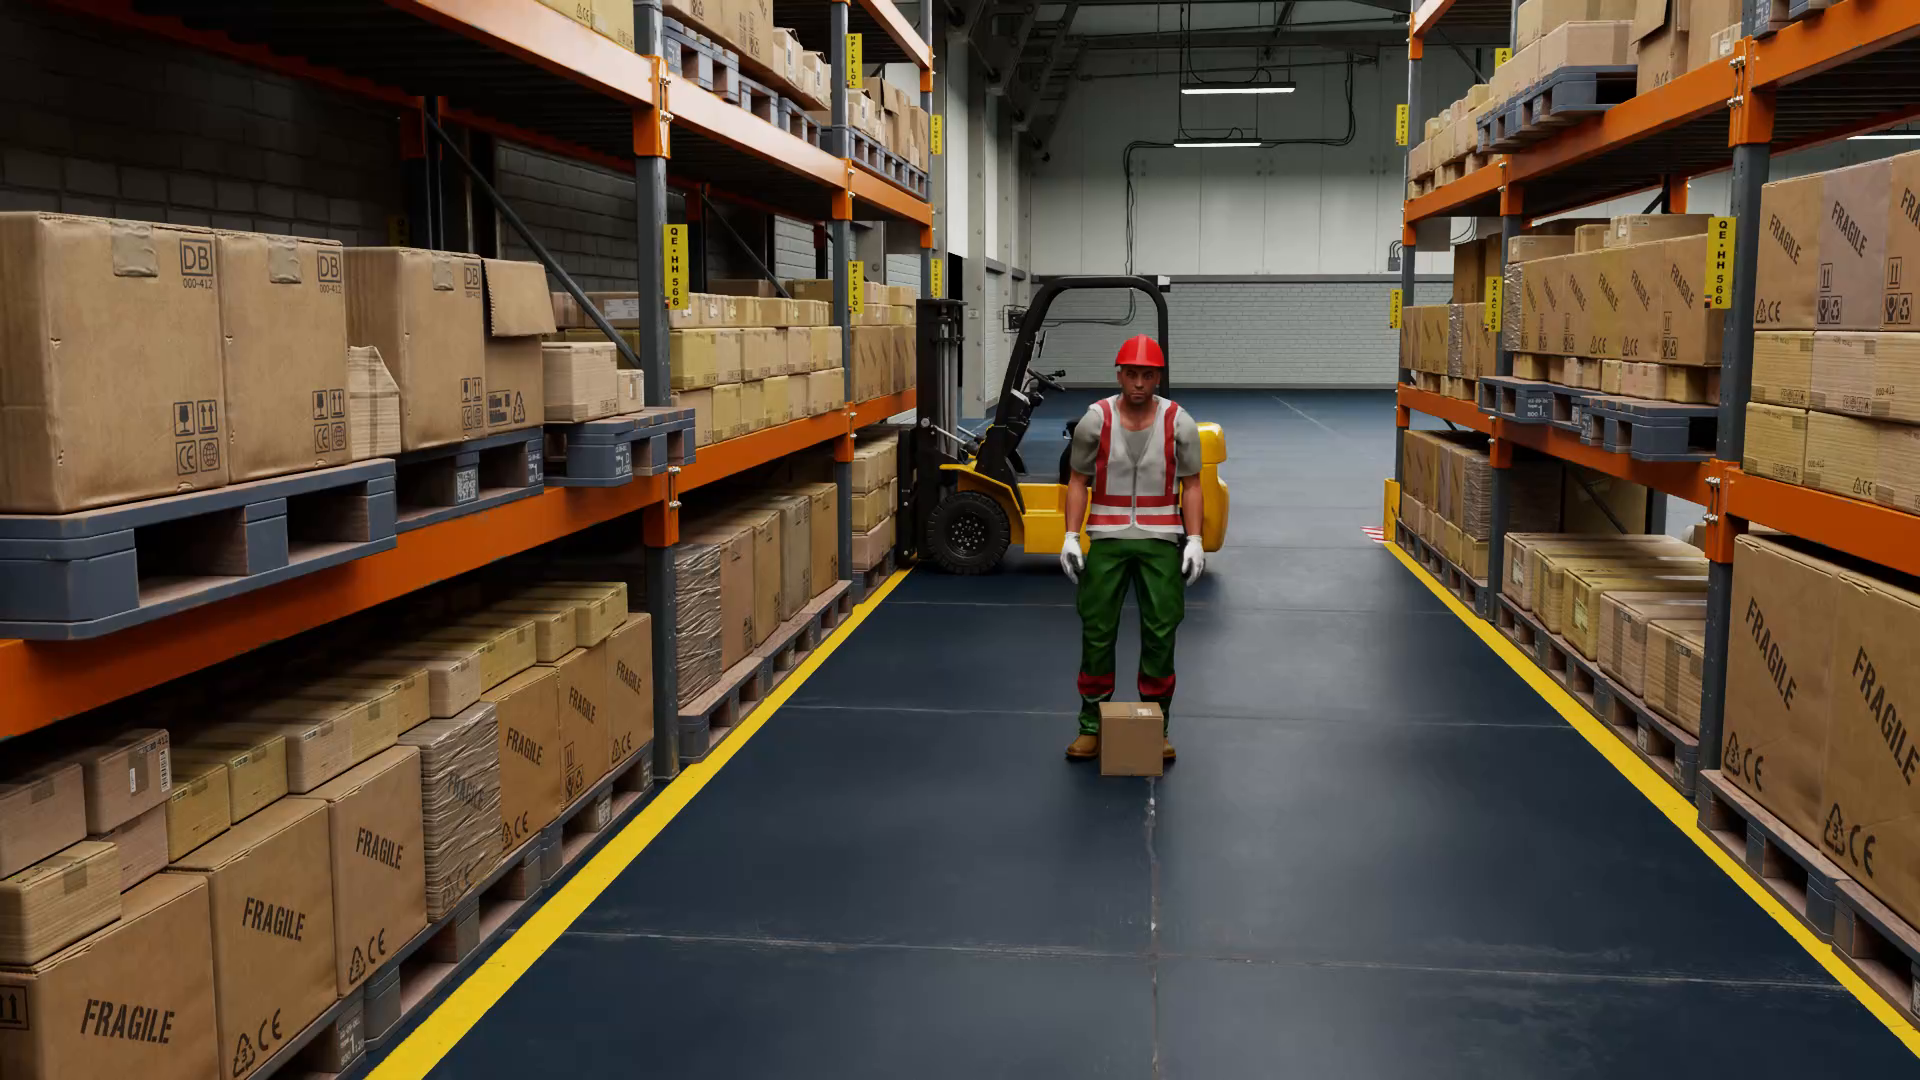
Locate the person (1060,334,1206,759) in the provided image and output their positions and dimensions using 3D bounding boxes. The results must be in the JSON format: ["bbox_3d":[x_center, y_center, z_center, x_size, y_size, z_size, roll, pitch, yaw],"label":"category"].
[{"bbox_3d":[0.726,0.032,6.982,0.608,1.780,0.448,1,8,7],"label":"person"}]
